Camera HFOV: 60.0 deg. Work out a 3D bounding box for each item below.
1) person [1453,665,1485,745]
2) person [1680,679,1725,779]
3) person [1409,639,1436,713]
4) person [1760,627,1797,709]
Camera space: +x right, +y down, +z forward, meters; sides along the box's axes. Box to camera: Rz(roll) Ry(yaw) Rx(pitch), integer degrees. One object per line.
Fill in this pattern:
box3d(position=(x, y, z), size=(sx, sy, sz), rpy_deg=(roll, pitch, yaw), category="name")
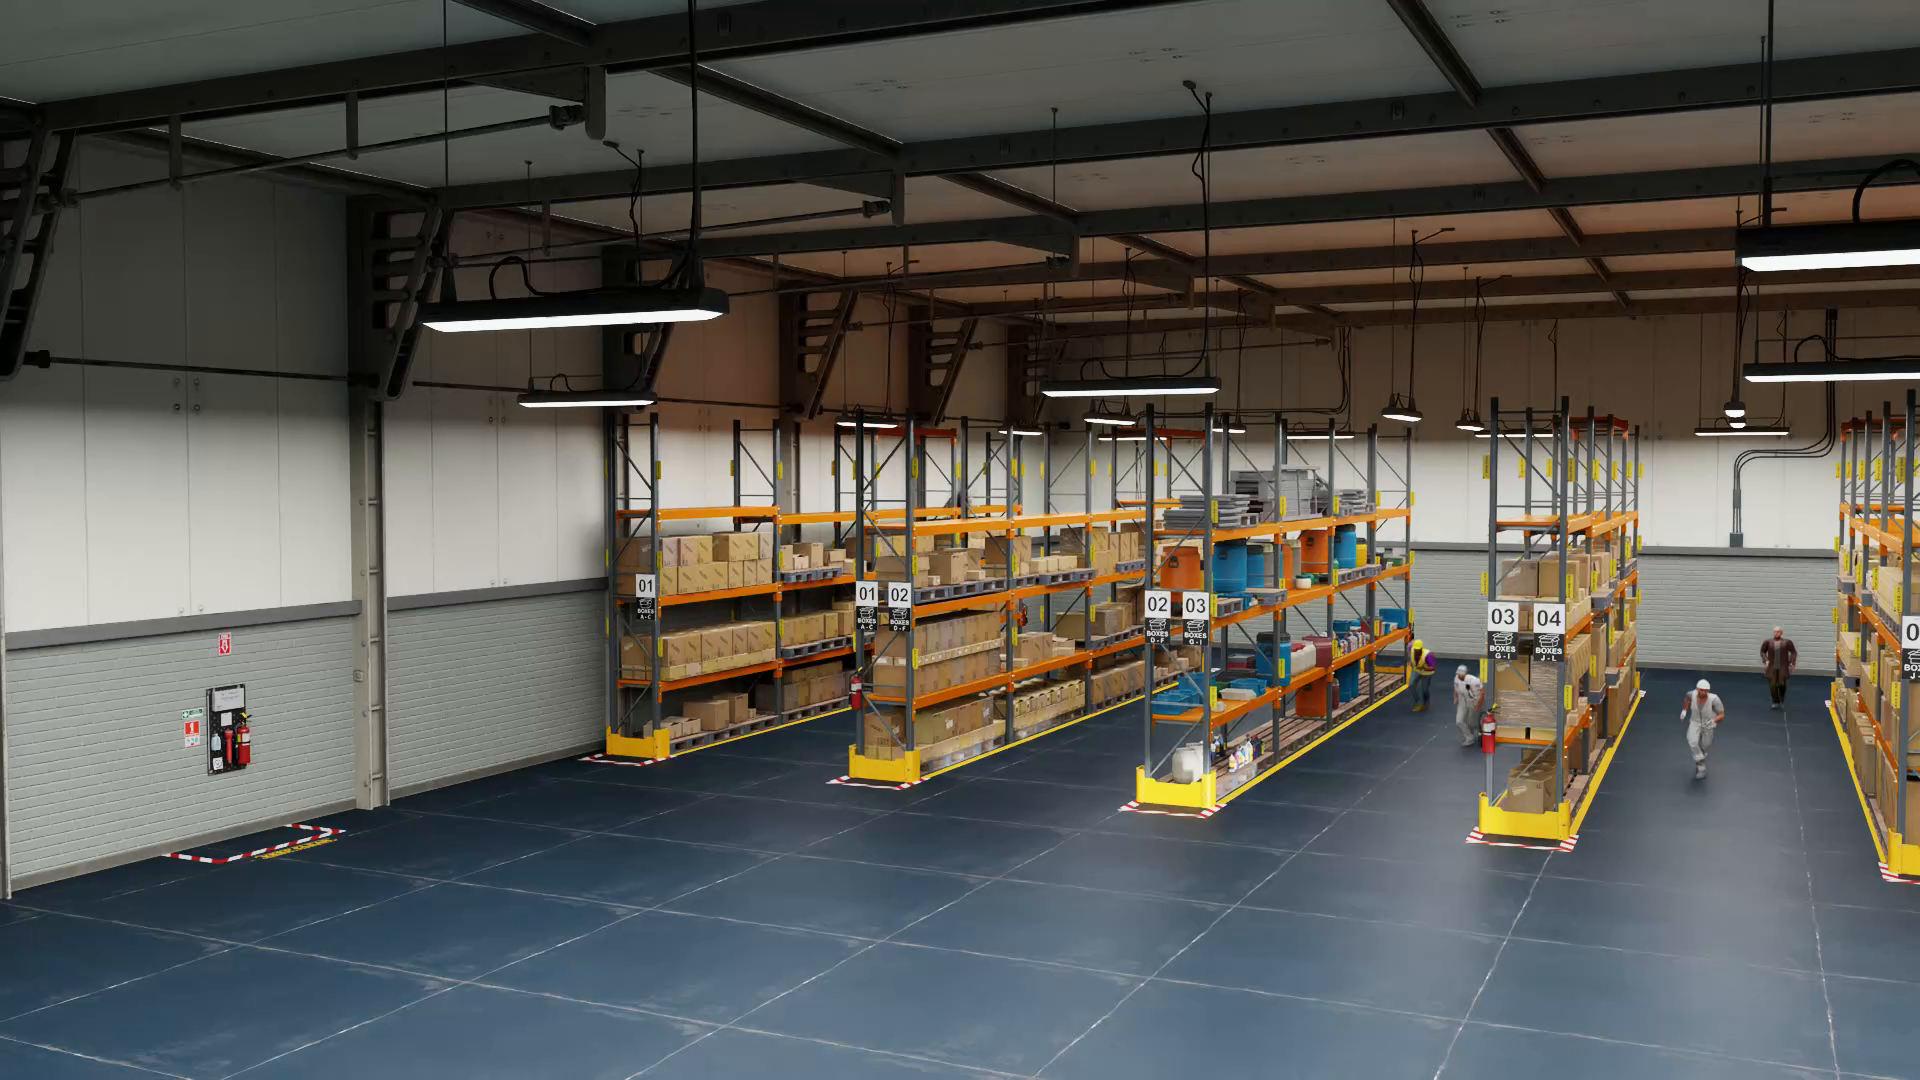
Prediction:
box3d(position=(9.271, 2.997, 30.237), size=(0.589, 1.486, 0.971), rpy_deg=(2, 3, 42), category="person")
box3d(position=(12.094, 3.033, 27.087), size=(0.686, 1.603, 1.092), rpy_deg=(1, 3, 28), category="person")
box3d(position=(9.611, 2.796, 34.522), size=(0.695, 1.543, 1.159), rpy_deg=(2, 3, 34), category="person")
box3d(position=(17.185, 2.676, 34.946), size=(0.701, 1.724, 0.659), rpy_deg=(1, 3, 27), category="person")
